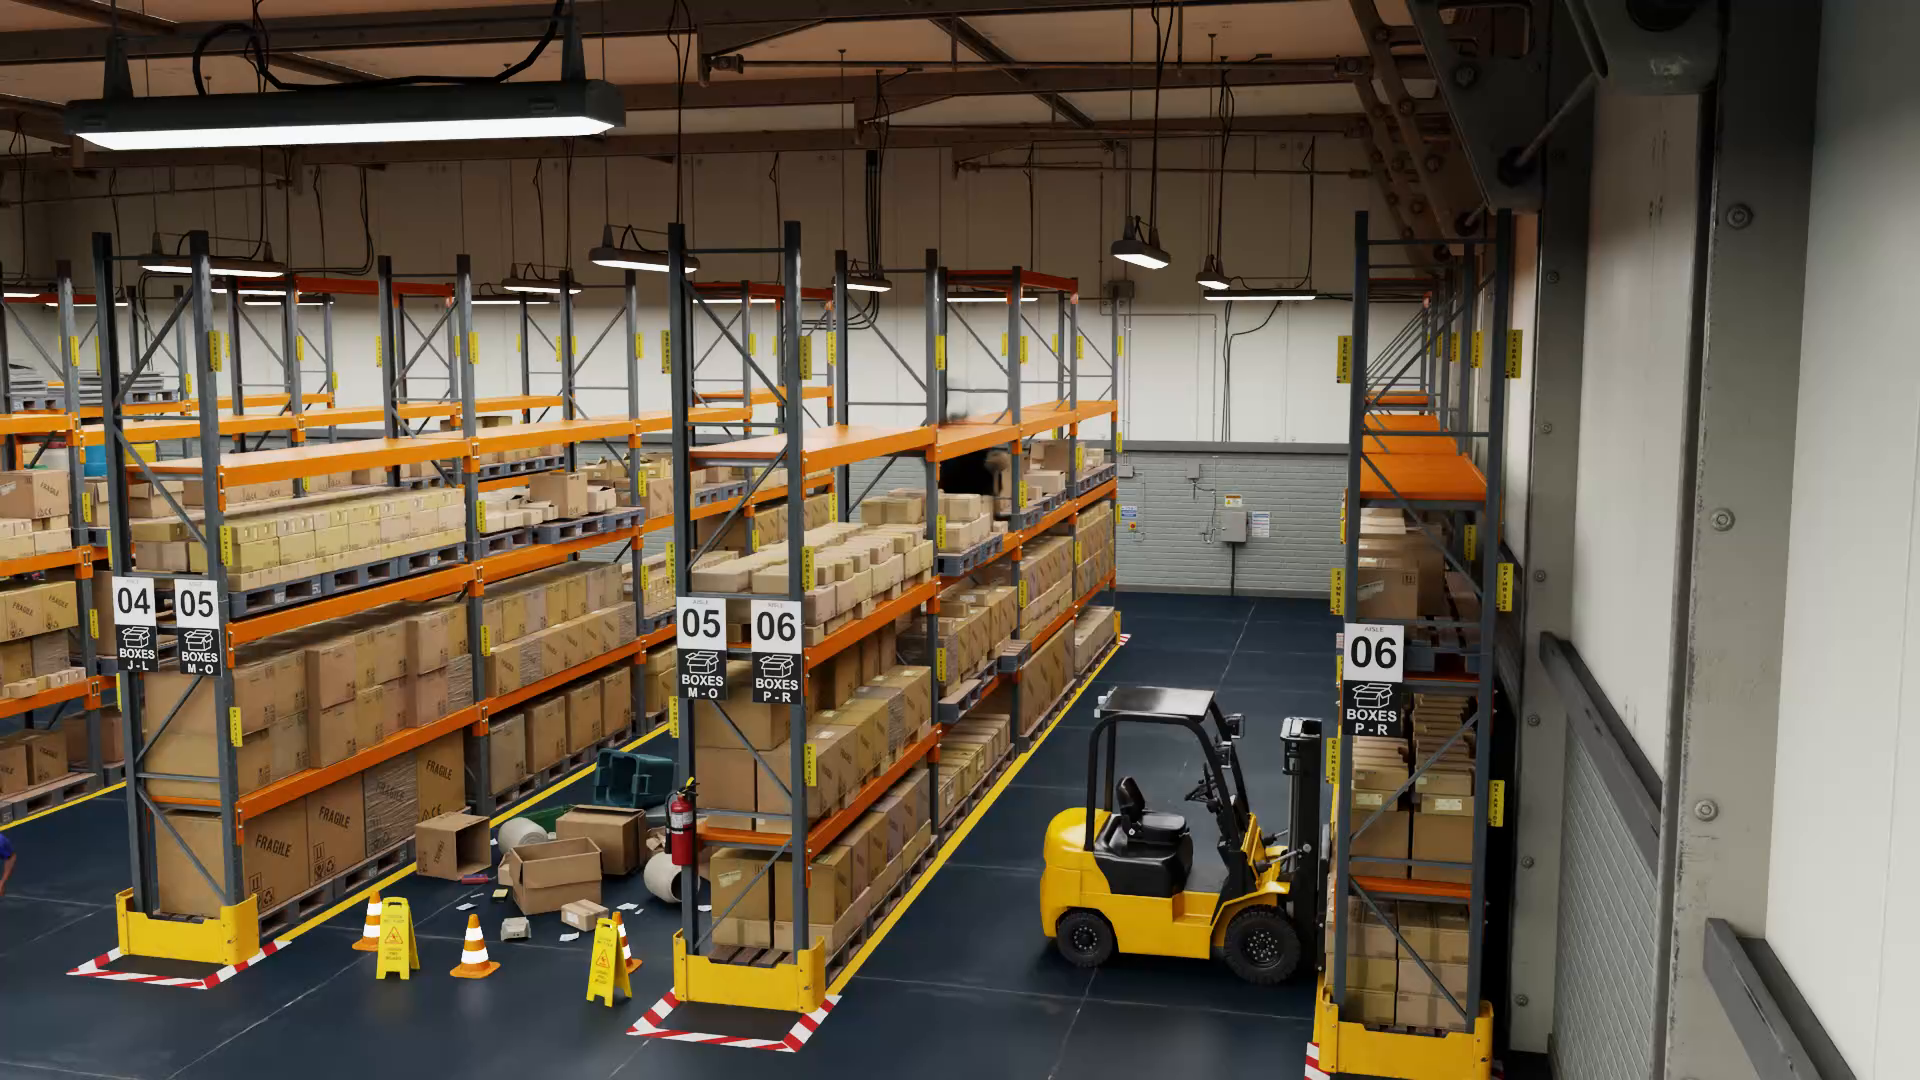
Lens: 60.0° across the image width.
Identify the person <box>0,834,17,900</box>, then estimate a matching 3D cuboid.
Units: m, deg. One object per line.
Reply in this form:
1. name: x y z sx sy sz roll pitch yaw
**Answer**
1. person: -7.443 2.872 12.576 0.579 1.628 0.761 -4 8 -27
